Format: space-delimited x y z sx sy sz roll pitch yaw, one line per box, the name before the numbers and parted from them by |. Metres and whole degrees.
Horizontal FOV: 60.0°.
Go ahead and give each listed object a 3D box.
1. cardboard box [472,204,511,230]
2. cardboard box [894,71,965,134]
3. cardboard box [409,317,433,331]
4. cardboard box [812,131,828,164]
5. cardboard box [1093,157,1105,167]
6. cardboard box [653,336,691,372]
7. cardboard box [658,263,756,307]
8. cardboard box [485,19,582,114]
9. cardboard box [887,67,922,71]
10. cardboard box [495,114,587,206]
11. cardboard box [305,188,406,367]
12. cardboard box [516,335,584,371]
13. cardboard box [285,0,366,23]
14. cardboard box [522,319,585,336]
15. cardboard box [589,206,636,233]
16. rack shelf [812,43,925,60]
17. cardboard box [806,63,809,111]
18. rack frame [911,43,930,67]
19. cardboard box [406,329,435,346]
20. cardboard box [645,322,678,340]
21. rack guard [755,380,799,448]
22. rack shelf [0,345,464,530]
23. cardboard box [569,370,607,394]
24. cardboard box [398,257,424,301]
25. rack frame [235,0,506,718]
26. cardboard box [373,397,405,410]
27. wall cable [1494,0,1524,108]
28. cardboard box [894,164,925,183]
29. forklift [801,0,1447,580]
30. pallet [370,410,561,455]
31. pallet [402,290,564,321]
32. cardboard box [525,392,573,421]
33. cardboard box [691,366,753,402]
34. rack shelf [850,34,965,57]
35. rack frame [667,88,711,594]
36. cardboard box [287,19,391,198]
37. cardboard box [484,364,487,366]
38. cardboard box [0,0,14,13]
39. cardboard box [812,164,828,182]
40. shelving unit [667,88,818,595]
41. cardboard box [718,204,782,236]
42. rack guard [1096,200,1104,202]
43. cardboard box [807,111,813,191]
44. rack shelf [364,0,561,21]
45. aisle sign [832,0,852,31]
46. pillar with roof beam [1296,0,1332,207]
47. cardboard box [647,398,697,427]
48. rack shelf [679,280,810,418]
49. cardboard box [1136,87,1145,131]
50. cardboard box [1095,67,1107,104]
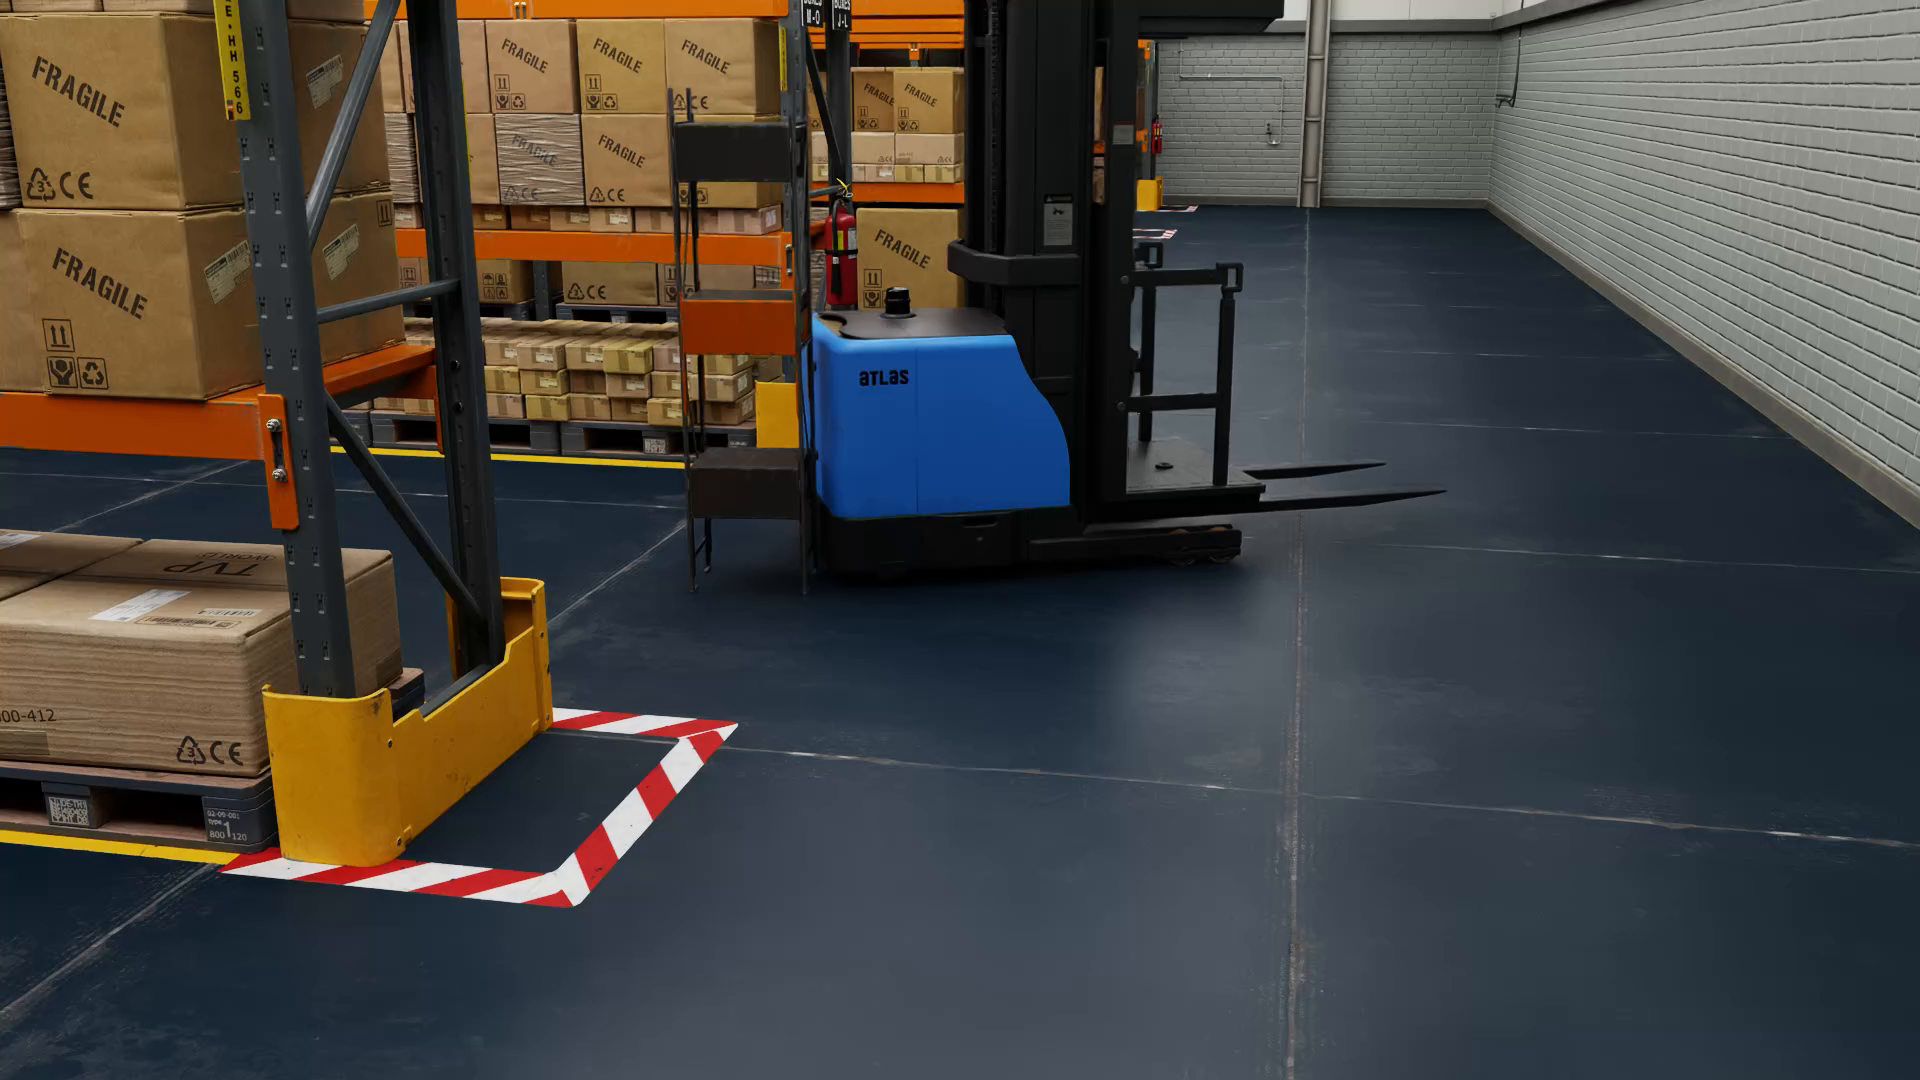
cardboard box | -2.691 -1.909 9.737 0.250 0.149 0.380 3 16 12
cardboard box | -0.249 -3.667 13.932 0.500 0.500 0.500 3 16 12
cardboard box | -3.300 -1.324 10.591 0.250 0.149 0.380 2 16 8
cardboard box | -1.243 -3.359 14.224 0.500 0.250 0.500 3 16 9
cardboard box | 2.374 -6.446 28.323 0.250 0.149 0.380 3 16 10
cardboard box | -1.611 -1.091 9.751 0.250 0.149 0.380 3 16 12
cardboard box | -2.127 -2.565 14.827 0.875 0.875 0.875 3 16 11
cardboard box | -2.313 -2.671 9.396 0.500 0.500 0.500 4 16 14
cardboard box | -0.750 -6.486 23.727 0.500 0.500 0.500 3 16 9
cardboard box | -2.301 -2.187 9.524 0.500 0.500 0.500 3 16 11
cardboard box | -2.107 -0.834 5.197 0.500 0.500 0.500 3 16 11
cardboard box | -2.406 -1.102 9.790 0.250 0.149 0.380 4 16 13
cardboard box | -1.987 -1.619 4.943 0.250 0.149 0.380 3 16 12
cardboard box | -2.546 -1.282 10.442 0.250 0.149 0.380 3 16 12
cardboard box | -1.922 -1.848 9.515 0.250 0.149 0.380 4 16 13
rack shelf | -2.638 -8.583 29.087 4.000 0.370 1.077 3 16 11
cardboard box | -1.194 -2.752 9.692 0.500 0.500 0.500 3 16 11
rack frame | -0.678 -7.378 29.008 0.127 3.000 1.000 3 16 11
cardboard box | -3.138 -1.175 10.053 0.250 0.149 0.380 2 16 9
cardboard box | -1.768 -1.248 10.317 0.250 0.149 0.380 3 16 11
rack guard | -0.881 -0.785 9.890 0.348 0.500 1.175 3 16 11
rack shelf | -3.654 -0.445 5.327 4.000 0.370 1.077 3 16 11
cardboard box | -2.133 -0.979 9.905 0.250 0.149 0.380 3 16 10
cardboard box | -5.146 -2.745 15.476 0.875 0.875 1.225 3 16 9
rack frame | -1.694 -0.685 4.847 0.127 3.000 1.000 3 16 11
cardboard box | -3.390 -0.904 10.191 0.250 0.149 0.380 2 16 9
wall cable | 8.713 -8.165 26.429 0.112 2.526 3.097 3 16 11
cardboard box | -0.389 -3.103 14.045 0.250 0.149 0.380 3 16 12
forklift | 0.804 -1.427 7.653 3.031 2.935 1.130 -4 16 -13
pallet | -2.862 -0.764 10.354 1.213 0.211 1.003 3 16 11
pallet | -4.410 -2.168 15.423 1.213 0.211 1.003 3 16 11
cardboard box | -2.385 -0.818 9.881 0.250 0.149 0.380 2 16 9
cardboard box | -1.381 -0.911 9.658 0.250 0.149 0.380 3 16 10
rack shelf | 0.298 -7.074 23.640 4.000 0.370 1.077 3 16 11
rack frame | -1.145 -0.833 7.066 0.015 2.100 0.400 1 15 2
cardboard box | -2.108 -1.315 5.061 0.500 0.500 0.500 3 16 10
cardboard box | -2.924 -0.988 9.937 0.250 0.149 0.380 3 16 12
cardboard box | -2.609 -1.494 4.490 0.250 0.149 0.380 3 16 11
cardboard box | -1.135 -3.143 14.192 0.250 0.149 0.380 3 16 10
shelving unit | -0.901 -0.830 7.056 0.503 2.100 0.431 1 15 2
cardboard box | -1.183 -1.808 9.370 0.250 0.149 0.380 3 16 11
rack guard | 2.184 -4.668 23.909 0.348 0.500 1.175 3 16 11
cardboard box | -1.192 -2.273 9.835 0.500 0.500 0.500 4 16 14
rack shelf | -5.599 -4.696 15.054 4.000 0.370 1.077 3 16 11
aisle sign | -0.676 -3.313 9.463 0.004 0.787 0.394 3 16 11
pillar with roof beam | 5.202 -9.013 23.671 0.400 9.000 9.100 3 16 11
cardboard box | -1.637 -0.775 9.724 0.250 0.149 0.380 4 16 13
rack shelf | -0.901 -0.817 7.059 0.480 0.518 0.431 1 15 2
cardboard box | 2.740 -7.334 28.288 0.700 0.700 0.980 4 16 14
cardboard box | 1.767 -6.351 23.240 0.500 0.500 0.500 3 16 11
